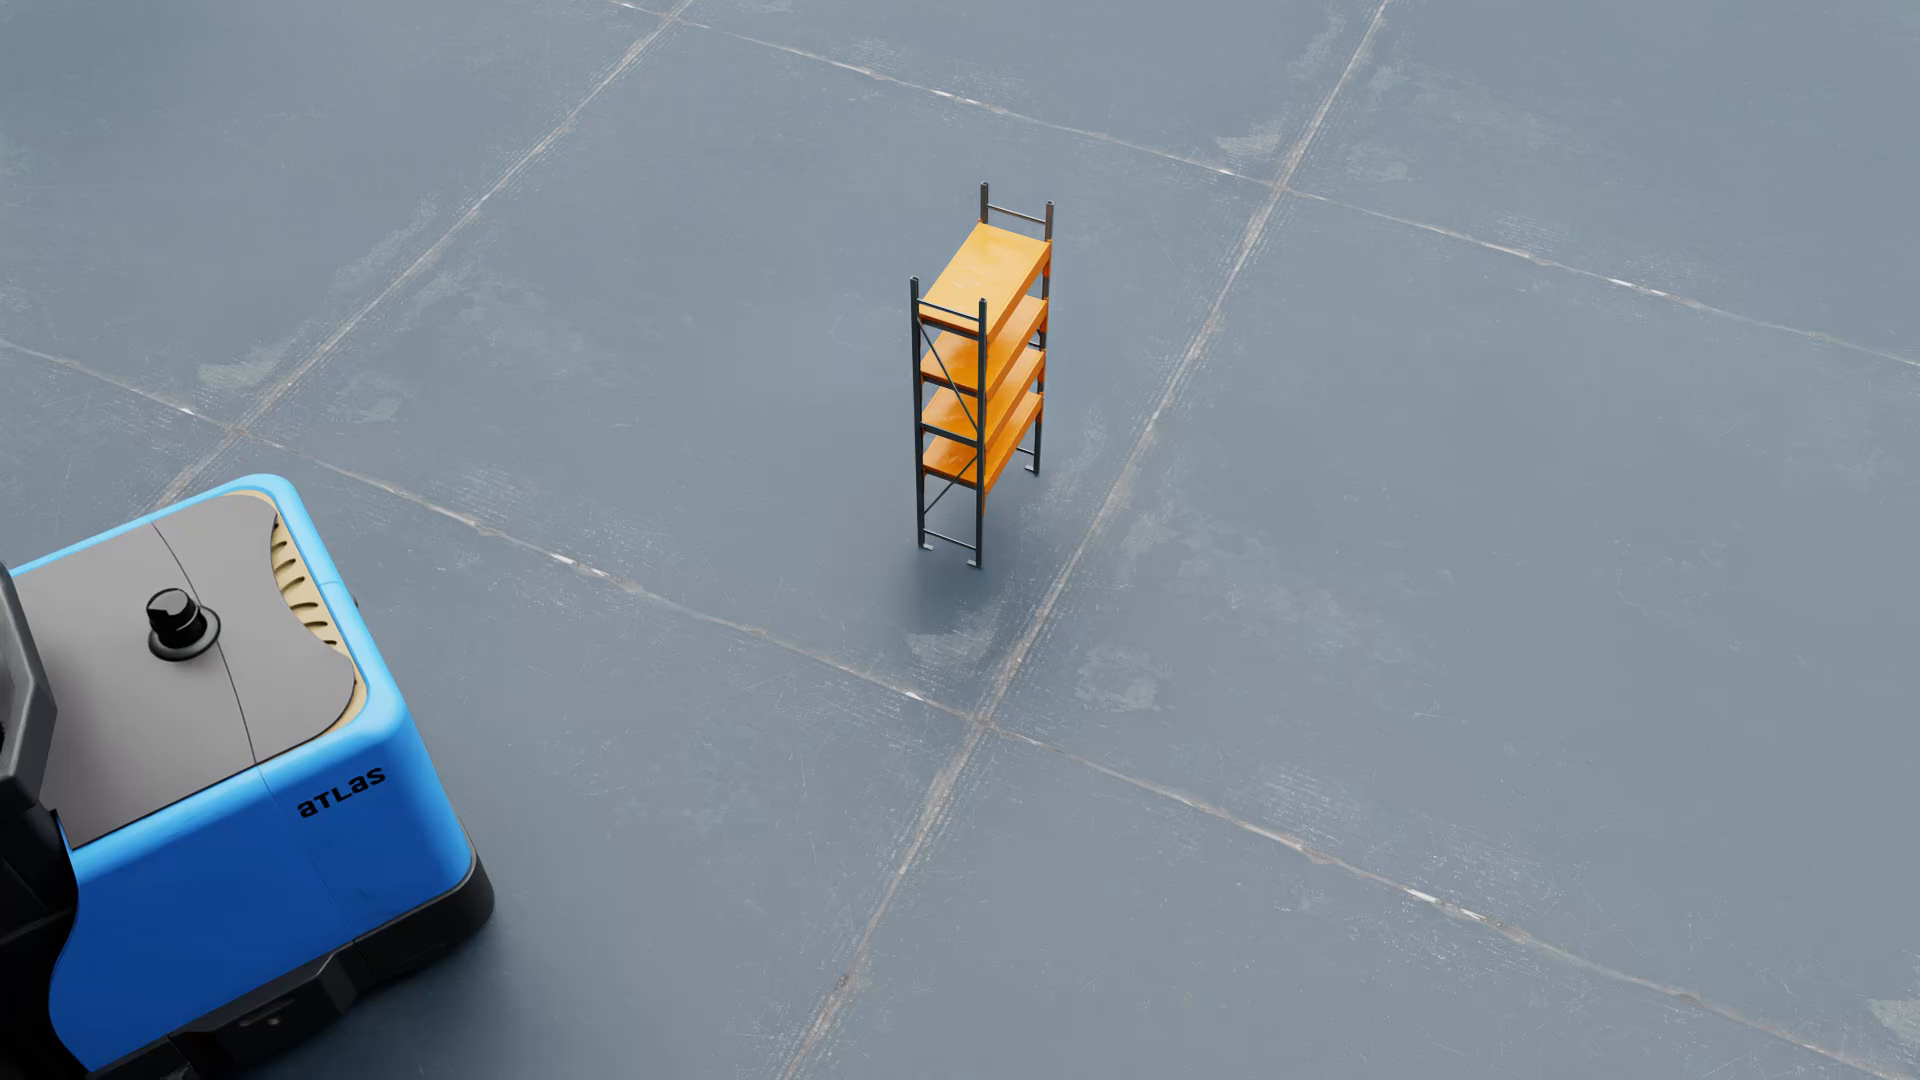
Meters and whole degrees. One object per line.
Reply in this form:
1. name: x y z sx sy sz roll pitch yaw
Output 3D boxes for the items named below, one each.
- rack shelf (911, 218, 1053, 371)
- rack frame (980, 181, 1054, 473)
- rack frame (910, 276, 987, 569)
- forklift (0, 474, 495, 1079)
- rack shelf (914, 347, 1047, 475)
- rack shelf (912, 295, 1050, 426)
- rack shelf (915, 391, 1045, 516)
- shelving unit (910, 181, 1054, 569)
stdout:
1. rack shelf: 0.071 -0.757 5.091 0.258 0.148 0.480 20 52 16
2. rack frame: 0.175 -0.671 5.533 0.240 1.200 0.015 20 52 16
3. rack frame: -0.034 -0.335 5.247 0.240 1.200 0.015 20 52 16
4. forklift: -2.851 0.457 3.437 3.031 2.935 1.130 -26 54 -20
5. rack shelf: 0.071 -0.459 5.441 0.258 0.148 0.480 20 52 16
6. rack shelf: 0.071 -0.604 5.271 0.258 0.148 0.480 20 52 16
7. rack shelf: 0.071 -0.331 5.592 0.258 0.148 0.480 20 52 16
8. shelving unit: 0.071 -0.503 5.390 0.258 1.200 0.503 20 52 16
